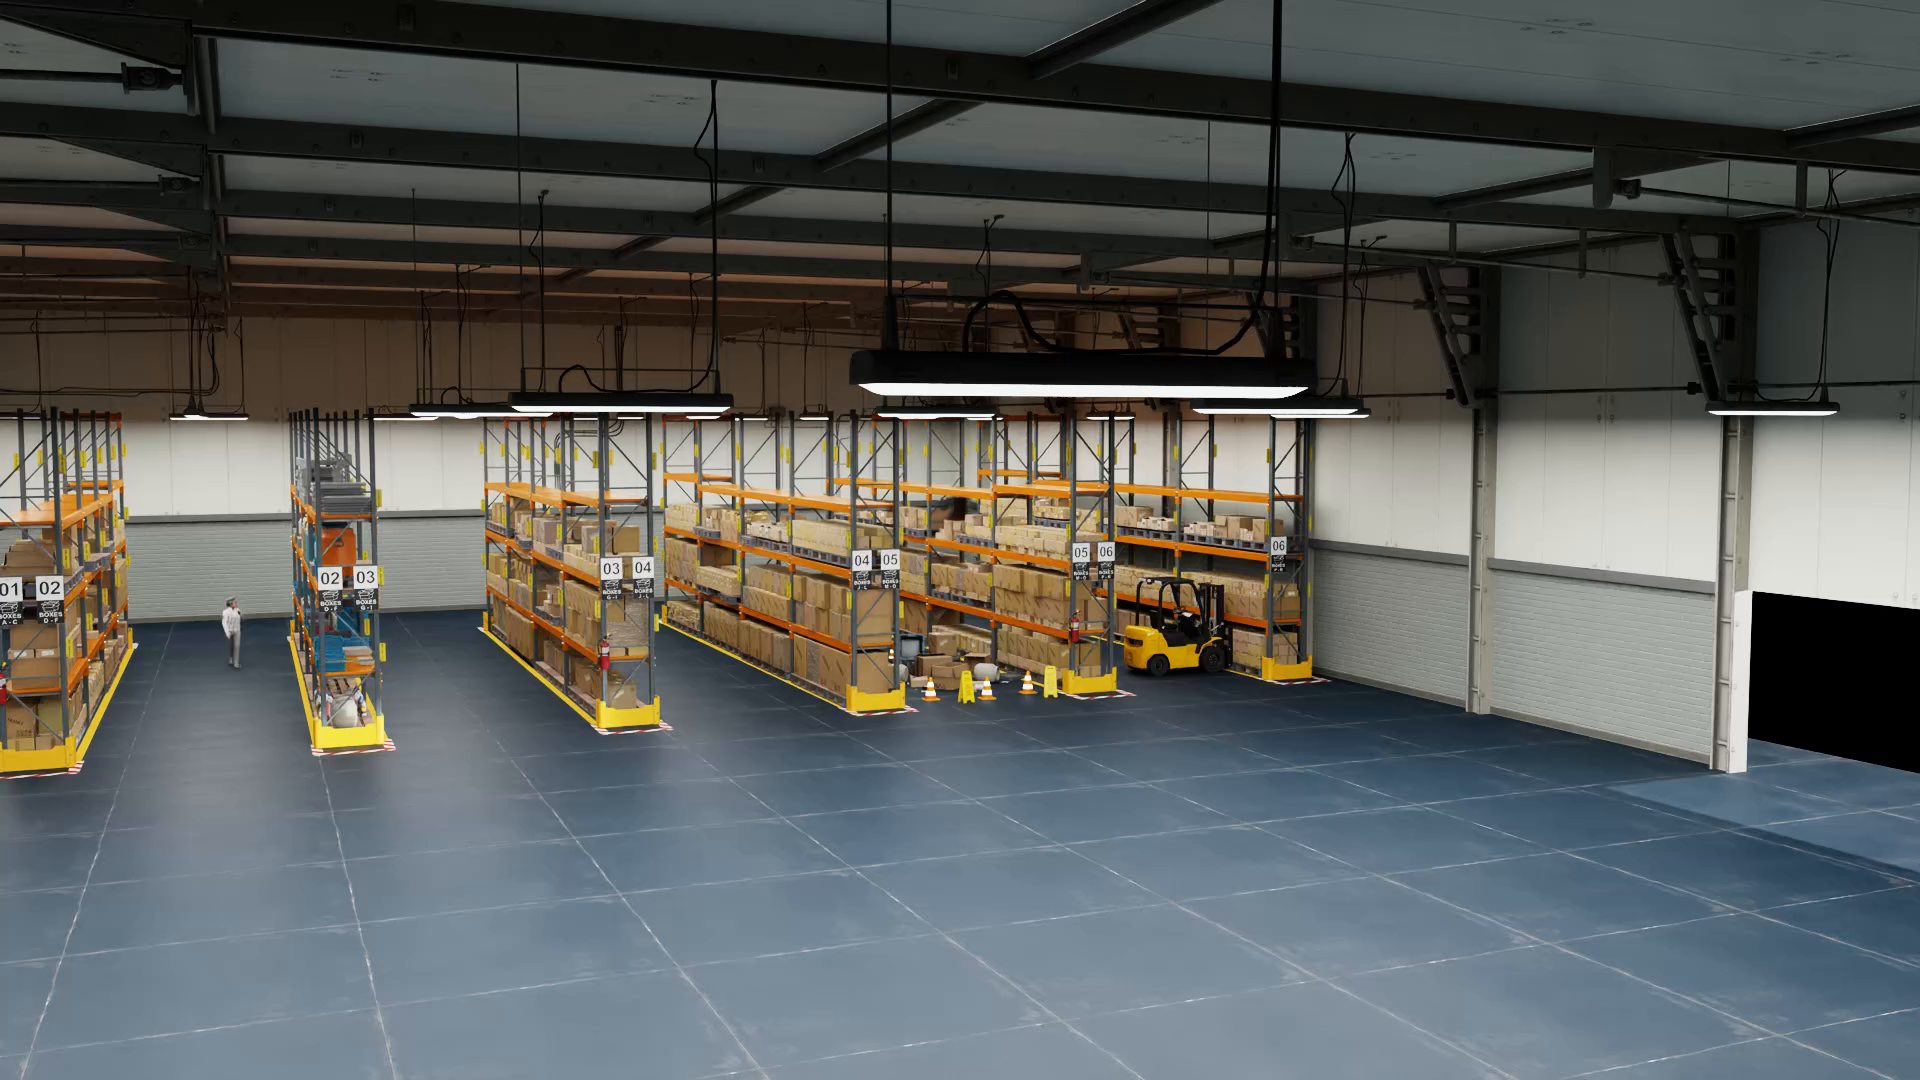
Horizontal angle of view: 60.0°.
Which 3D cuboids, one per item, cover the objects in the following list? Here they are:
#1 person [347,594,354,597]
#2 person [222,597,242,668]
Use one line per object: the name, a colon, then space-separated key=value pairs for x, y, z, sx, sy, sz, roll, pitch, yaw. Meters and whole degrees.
person: x=-17.297 y=1.563 z=47.226 sx=0.476 sy=1.681 sz=0.461 roll=0 pitch=4 yaw=-5
person: x=-17.115 y=2.158 z=39.125 sx=0.433 sy=1.636 sz=0.948 roll=-2 pitch=4 yaw=-21
